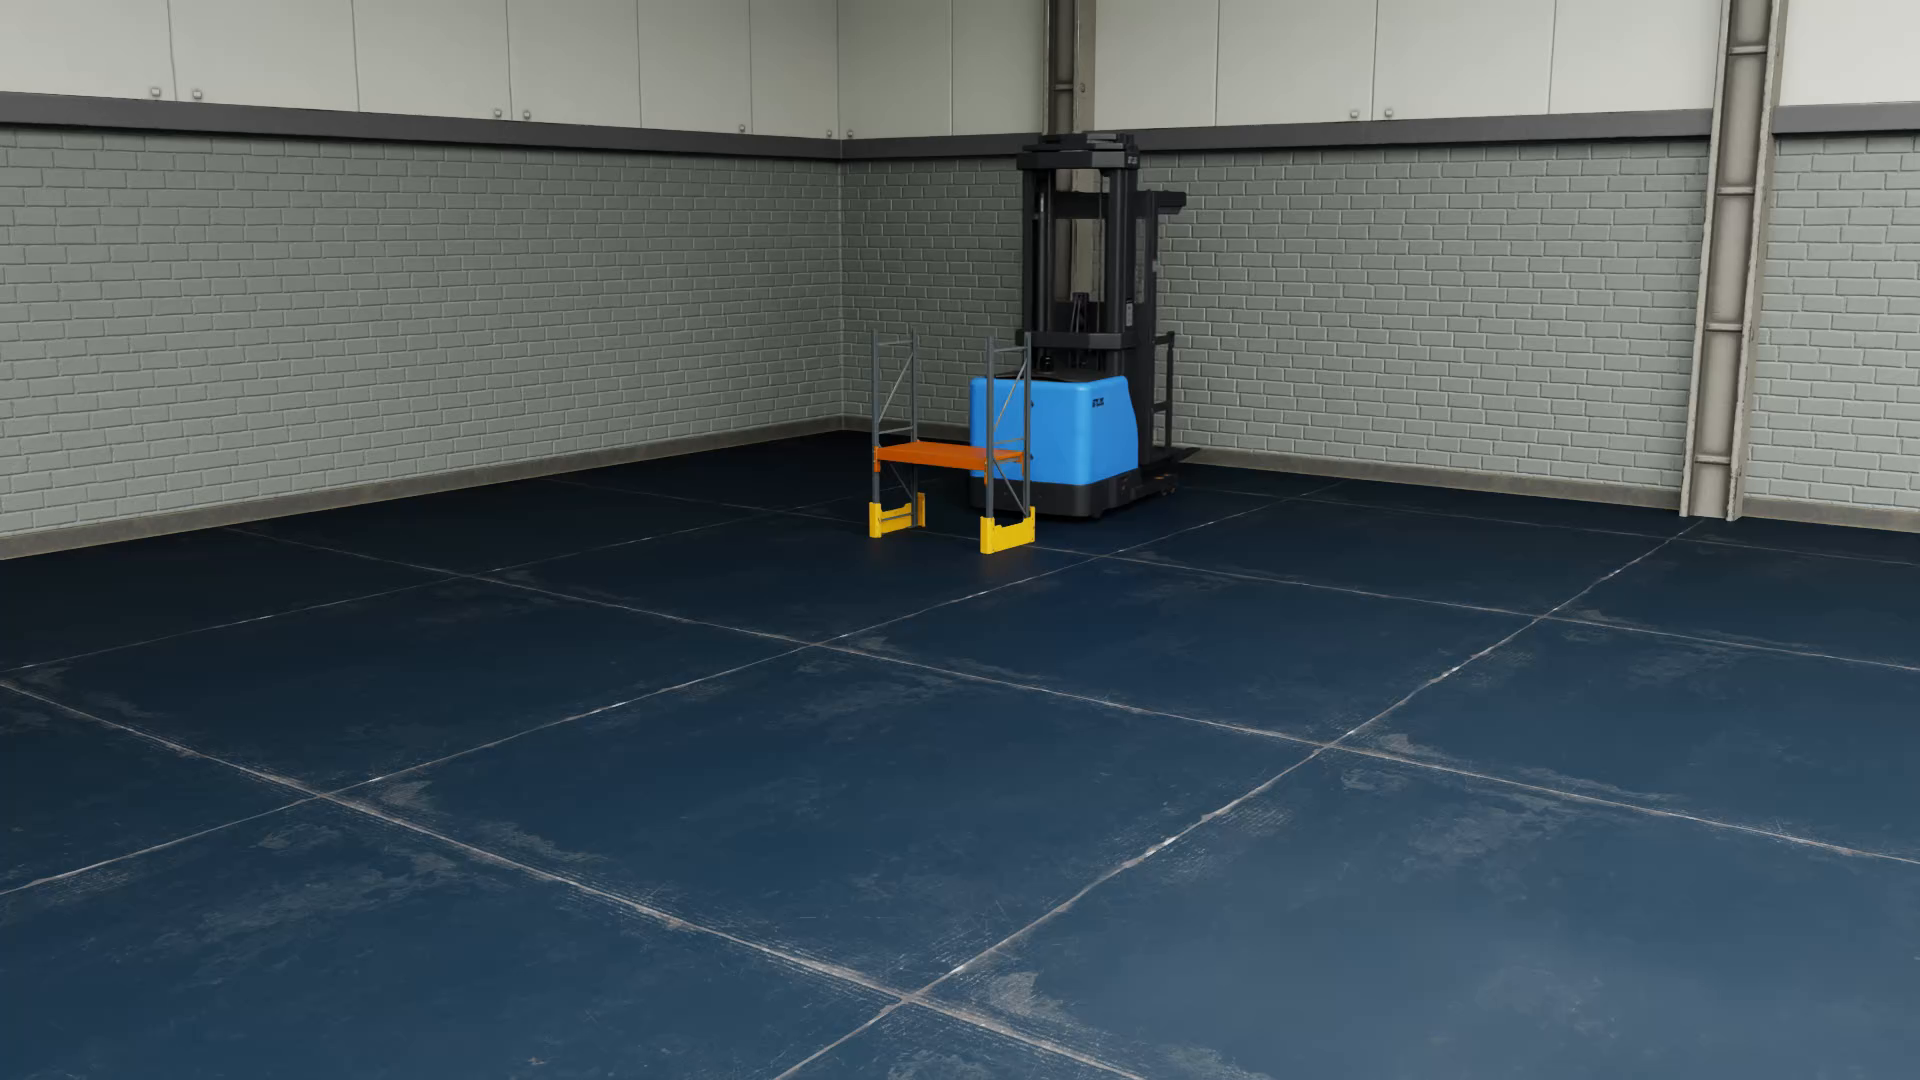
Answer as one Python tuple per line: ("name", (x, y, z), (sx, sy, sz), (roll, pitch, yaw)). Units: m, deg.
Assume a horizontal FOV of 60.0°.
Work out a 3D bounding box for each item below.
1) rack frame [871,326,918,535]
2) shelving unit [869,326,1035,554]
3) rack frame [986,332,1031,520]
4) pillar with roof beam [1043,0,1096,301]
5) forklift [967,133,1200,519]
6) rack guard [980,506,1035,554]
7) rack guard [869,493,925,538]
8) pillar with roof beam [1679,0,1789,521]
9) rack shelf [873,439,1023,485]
("rack frame", (-0.478, -0.803, 12.232), (0.032, 1.500, 0.500), (8, 13, 36))
("shelving unit", (-0.061, -0.745, 11.932), (1.083, 1.500, 0.587), (8, 13, 36))
("rack frame", (0.341, -0.689, 11.641), (0.032, 1.500, 0.500), (8, 13, 36))
("pillar with roof beam", (-1.510, -4.624, 12.240), (0.400, 9.000, 9.100), (8, 13, 36))
("forklift", (1.194, -1.838, 13.811), (1.130, 2.935, 3.031), (6, 12, 27))
("rack guard", (0.340, -0.075, 11.761), (0.087, 0.250, 0.587), (8, 13, 36))
("rack guard", (-0.463, -0.187, 12.340), (0.087, 0.250, 0.587), (8, 13, 36))
("pillar with roof beam", (3.326, -3.950, 8.753), (0.400, 9.000, 9.100), (8, 13, 36))
("rack shelf", (-0.069, -0.569, 11.971), (1.000, 0.185, 0.538), (8, 13, 36))
